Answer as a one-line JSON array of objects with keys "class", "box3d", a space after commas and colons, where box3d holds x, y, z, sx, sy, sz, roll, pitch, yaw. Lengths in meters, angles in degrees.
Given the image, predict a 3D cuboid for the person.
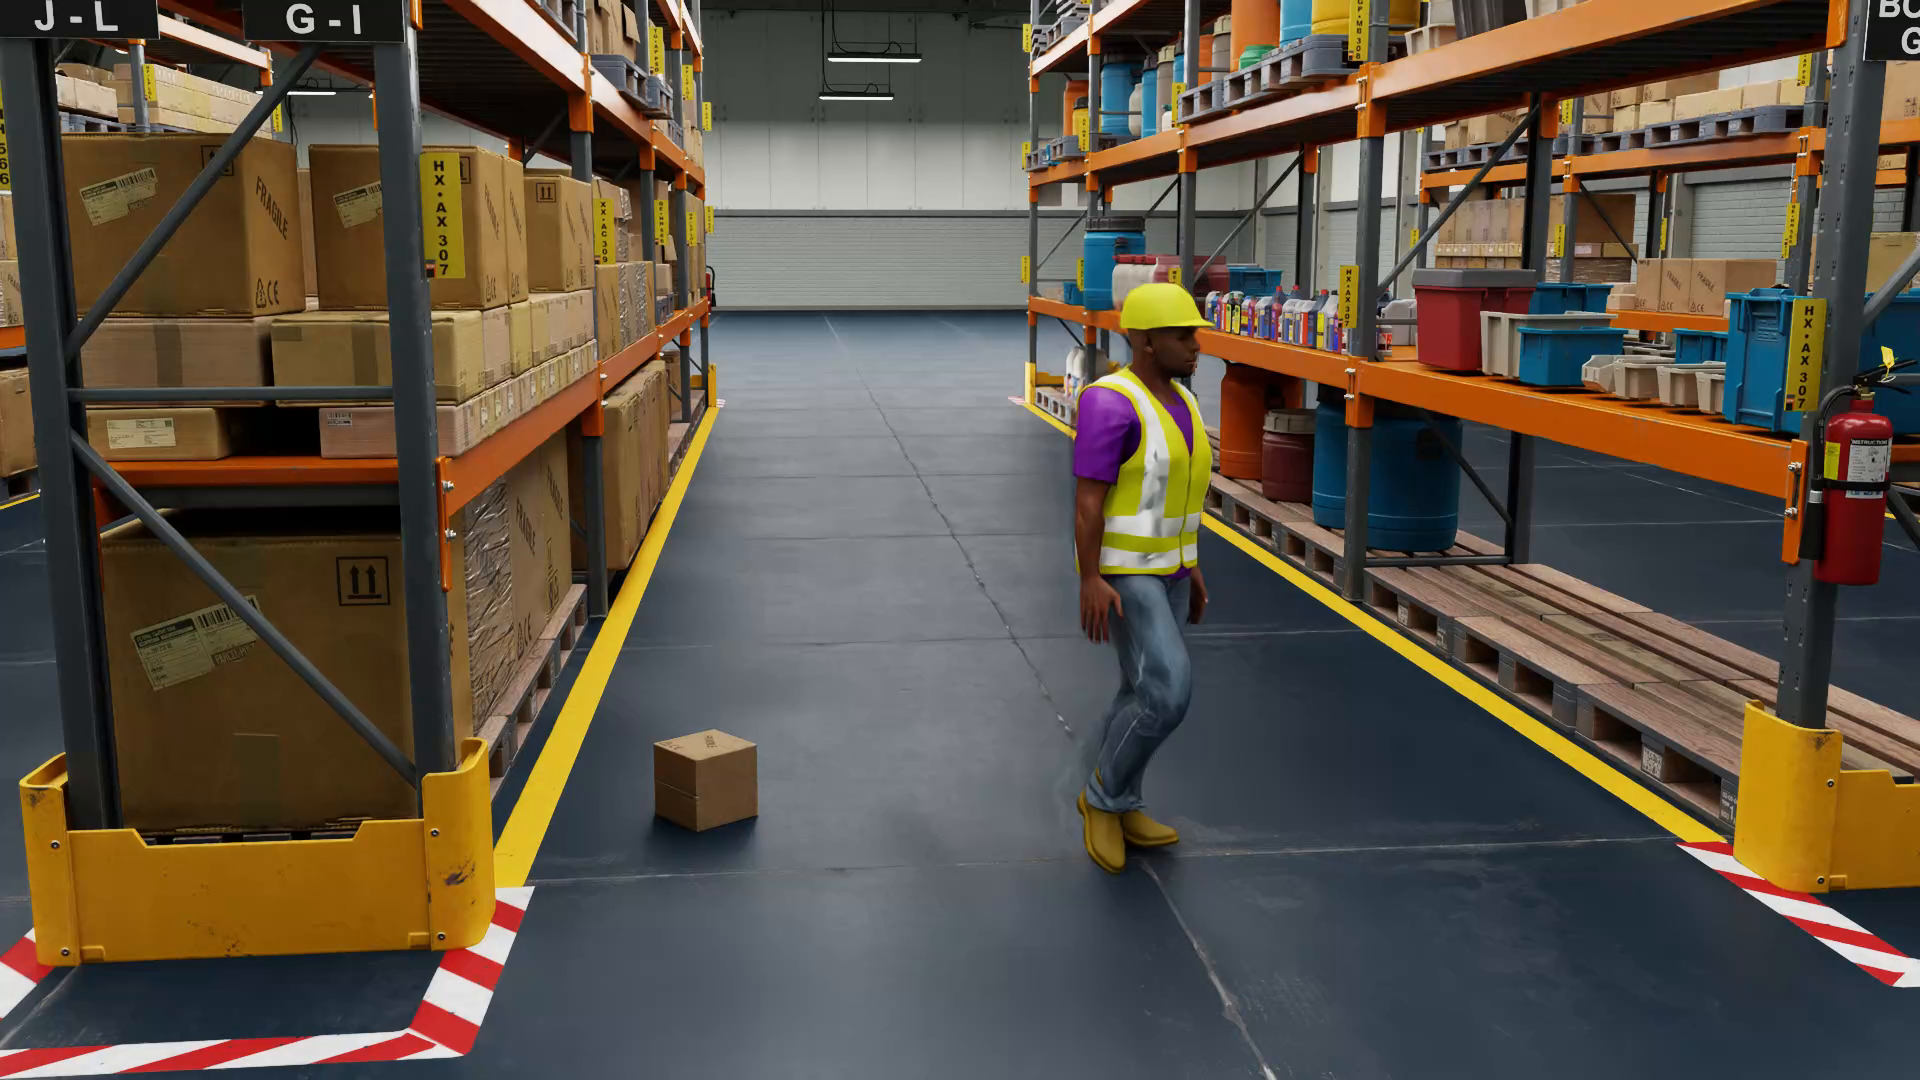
[{"class": "person", "box3d": [0.576, 0.114, 5.093, 0.448, 1.783, 0.614, 7, 12, 35]}]
